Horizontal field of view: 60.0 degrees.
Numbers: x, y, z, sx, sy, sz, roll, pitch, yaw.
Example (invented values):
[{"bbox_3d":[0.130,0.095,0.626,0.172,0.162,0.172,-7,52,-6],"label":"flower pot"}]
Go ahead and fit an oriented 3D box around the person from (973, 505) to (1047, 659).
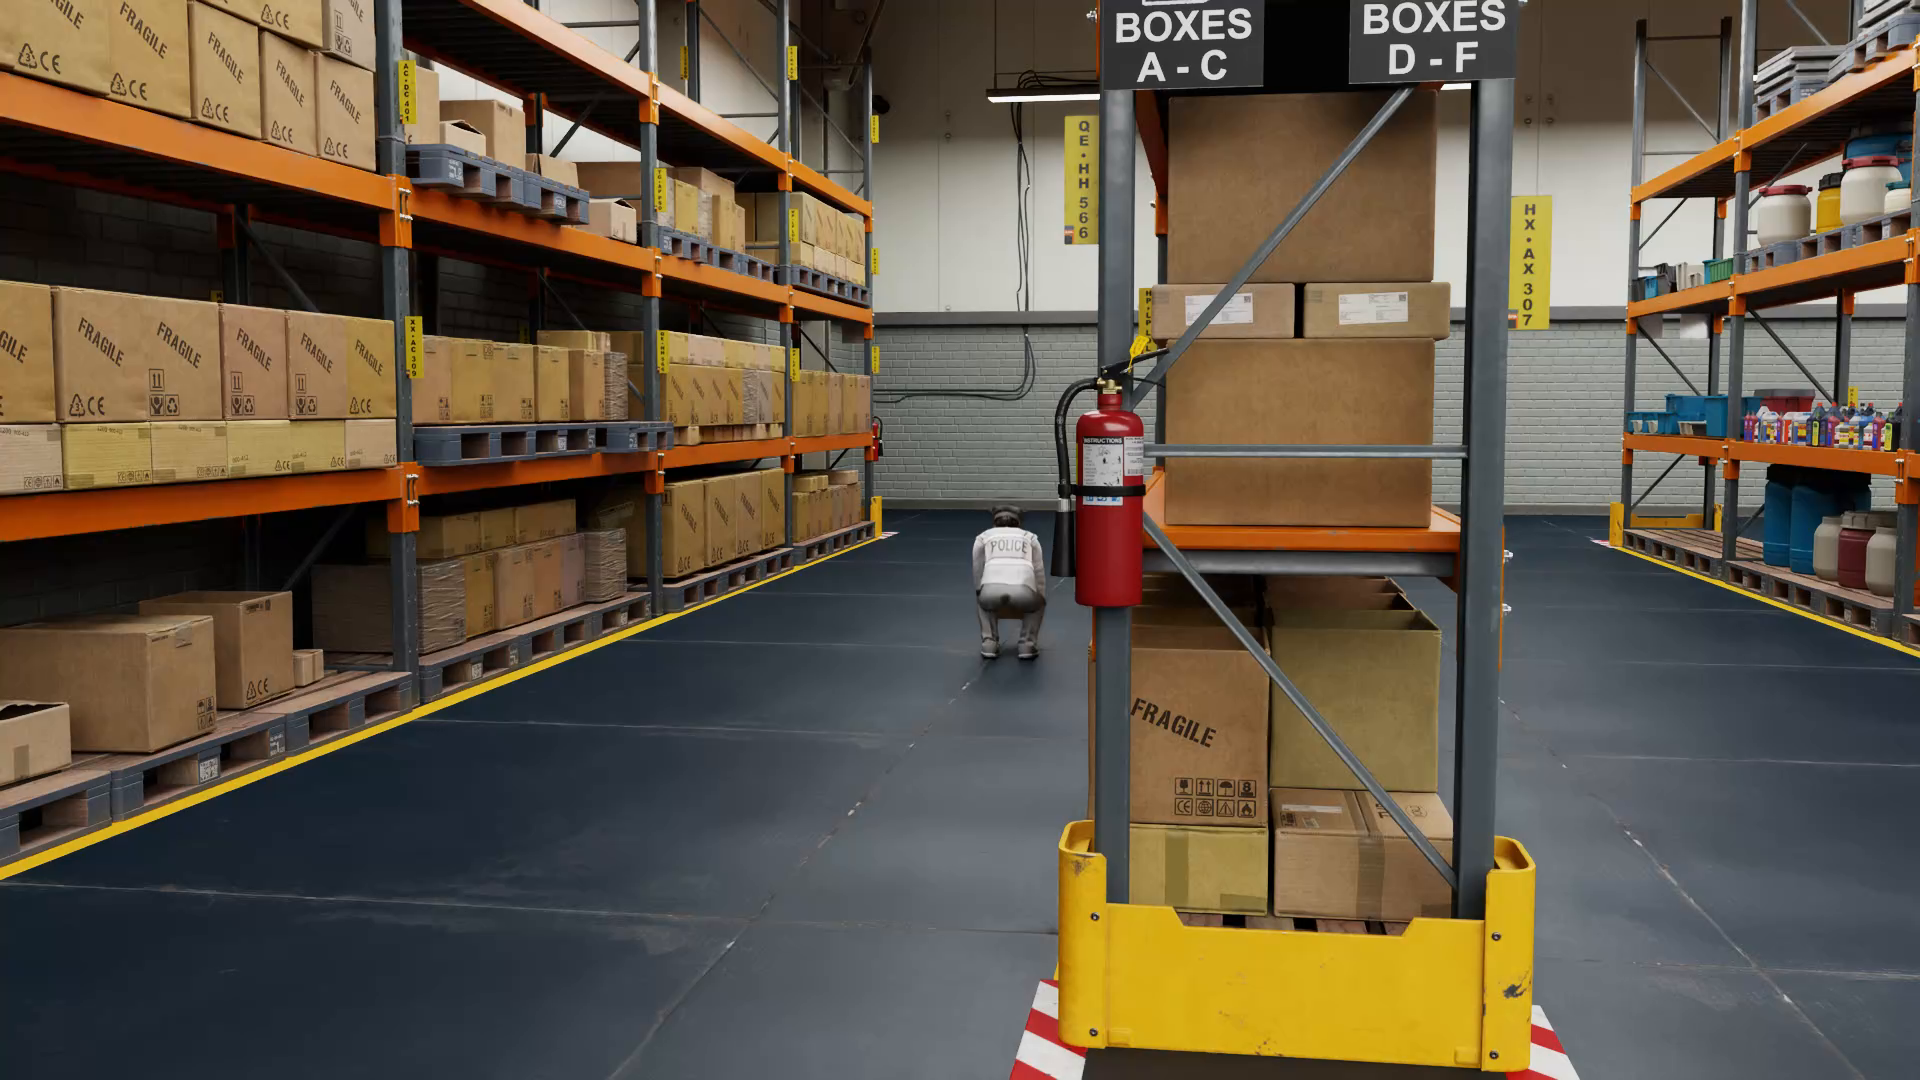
[{"bbox_3d":[0.313,0.270,10.901,0.495,0.974,0.828,1,5,9],"label":"person"}]
